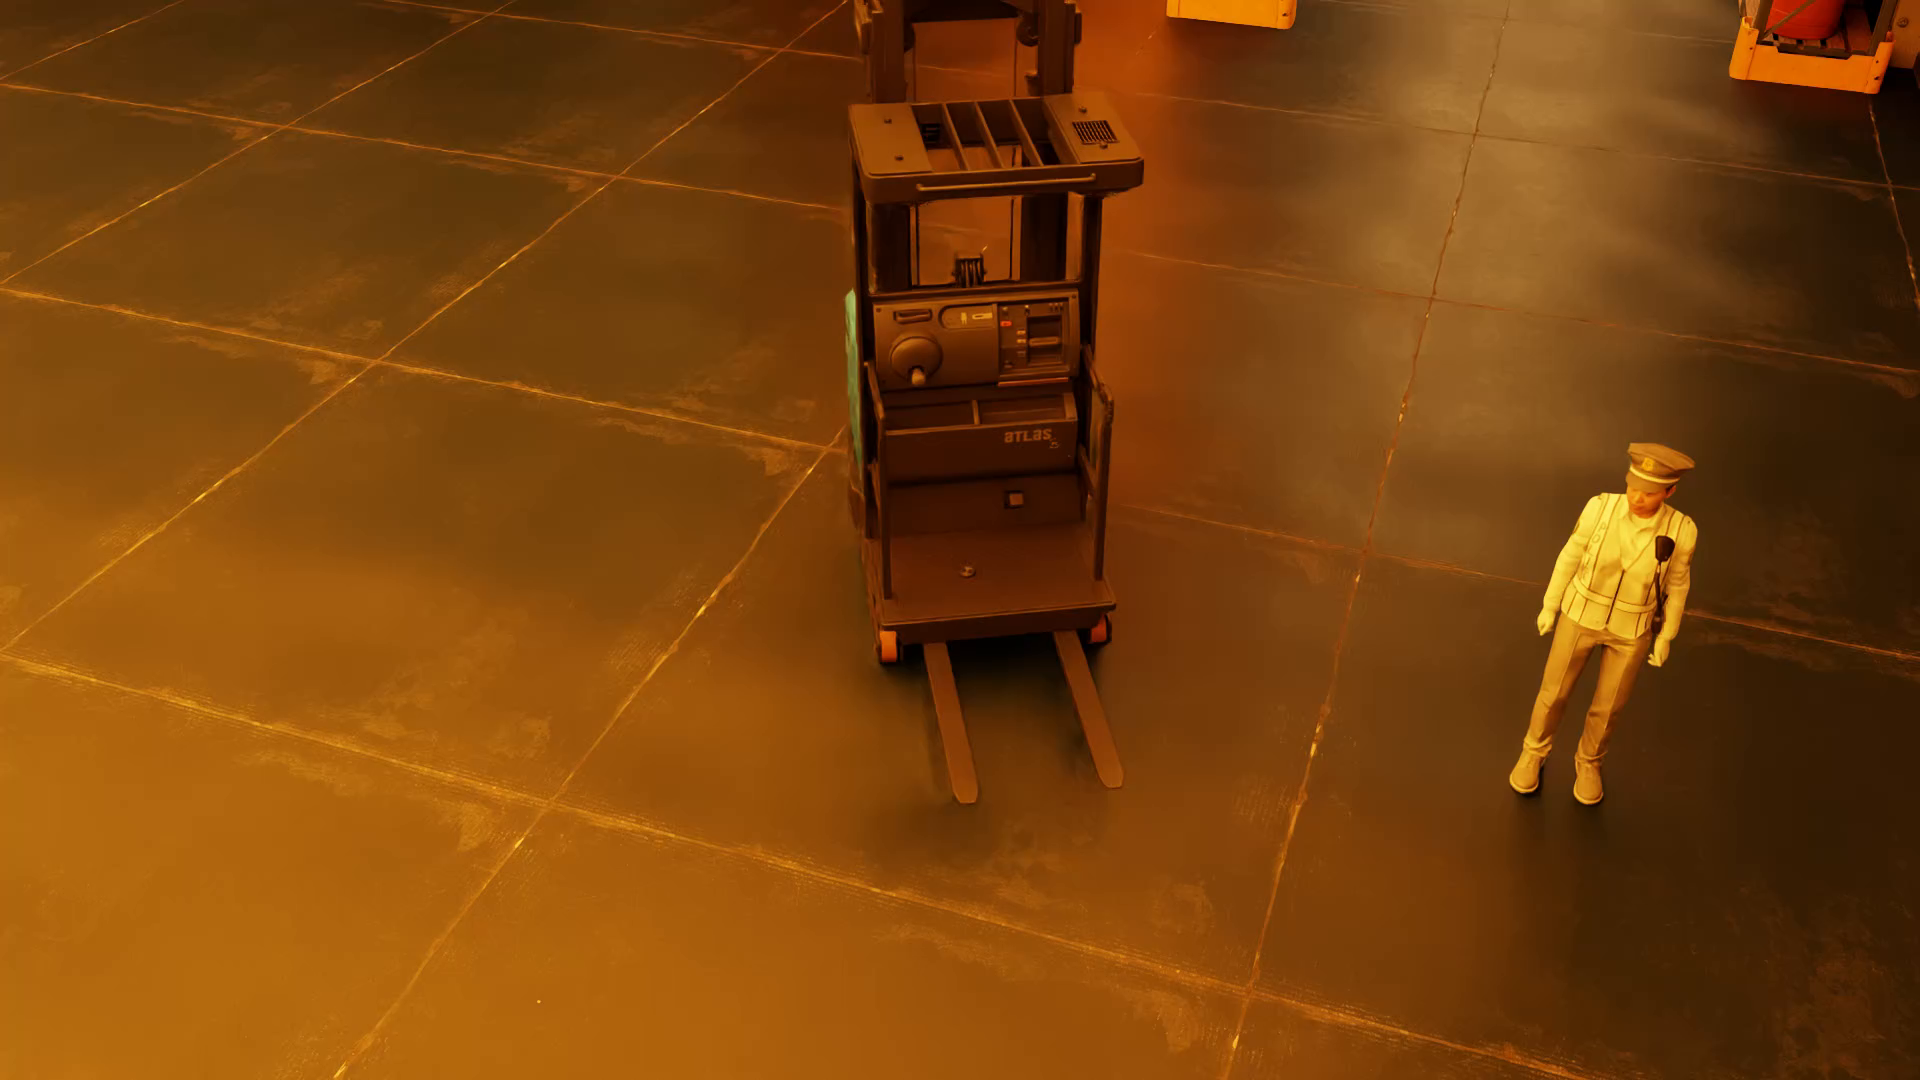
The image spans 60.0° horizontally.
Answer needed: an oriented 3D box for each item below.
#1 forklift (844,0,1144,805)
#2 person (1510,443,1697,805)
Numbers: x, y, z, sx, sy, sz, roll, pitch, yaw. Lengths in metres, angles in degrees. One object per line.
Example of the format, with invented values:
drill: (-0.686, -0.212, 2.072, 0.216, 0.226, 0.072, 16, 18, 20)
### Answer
forklift: (0.113, -0.837, 7.291, 1.130, 2.935, 3.031, -5, 36, -7)
person: (2.605, 0.349, 6.702, 0.523, 1.686, 0.350, 15, 38, 20)
